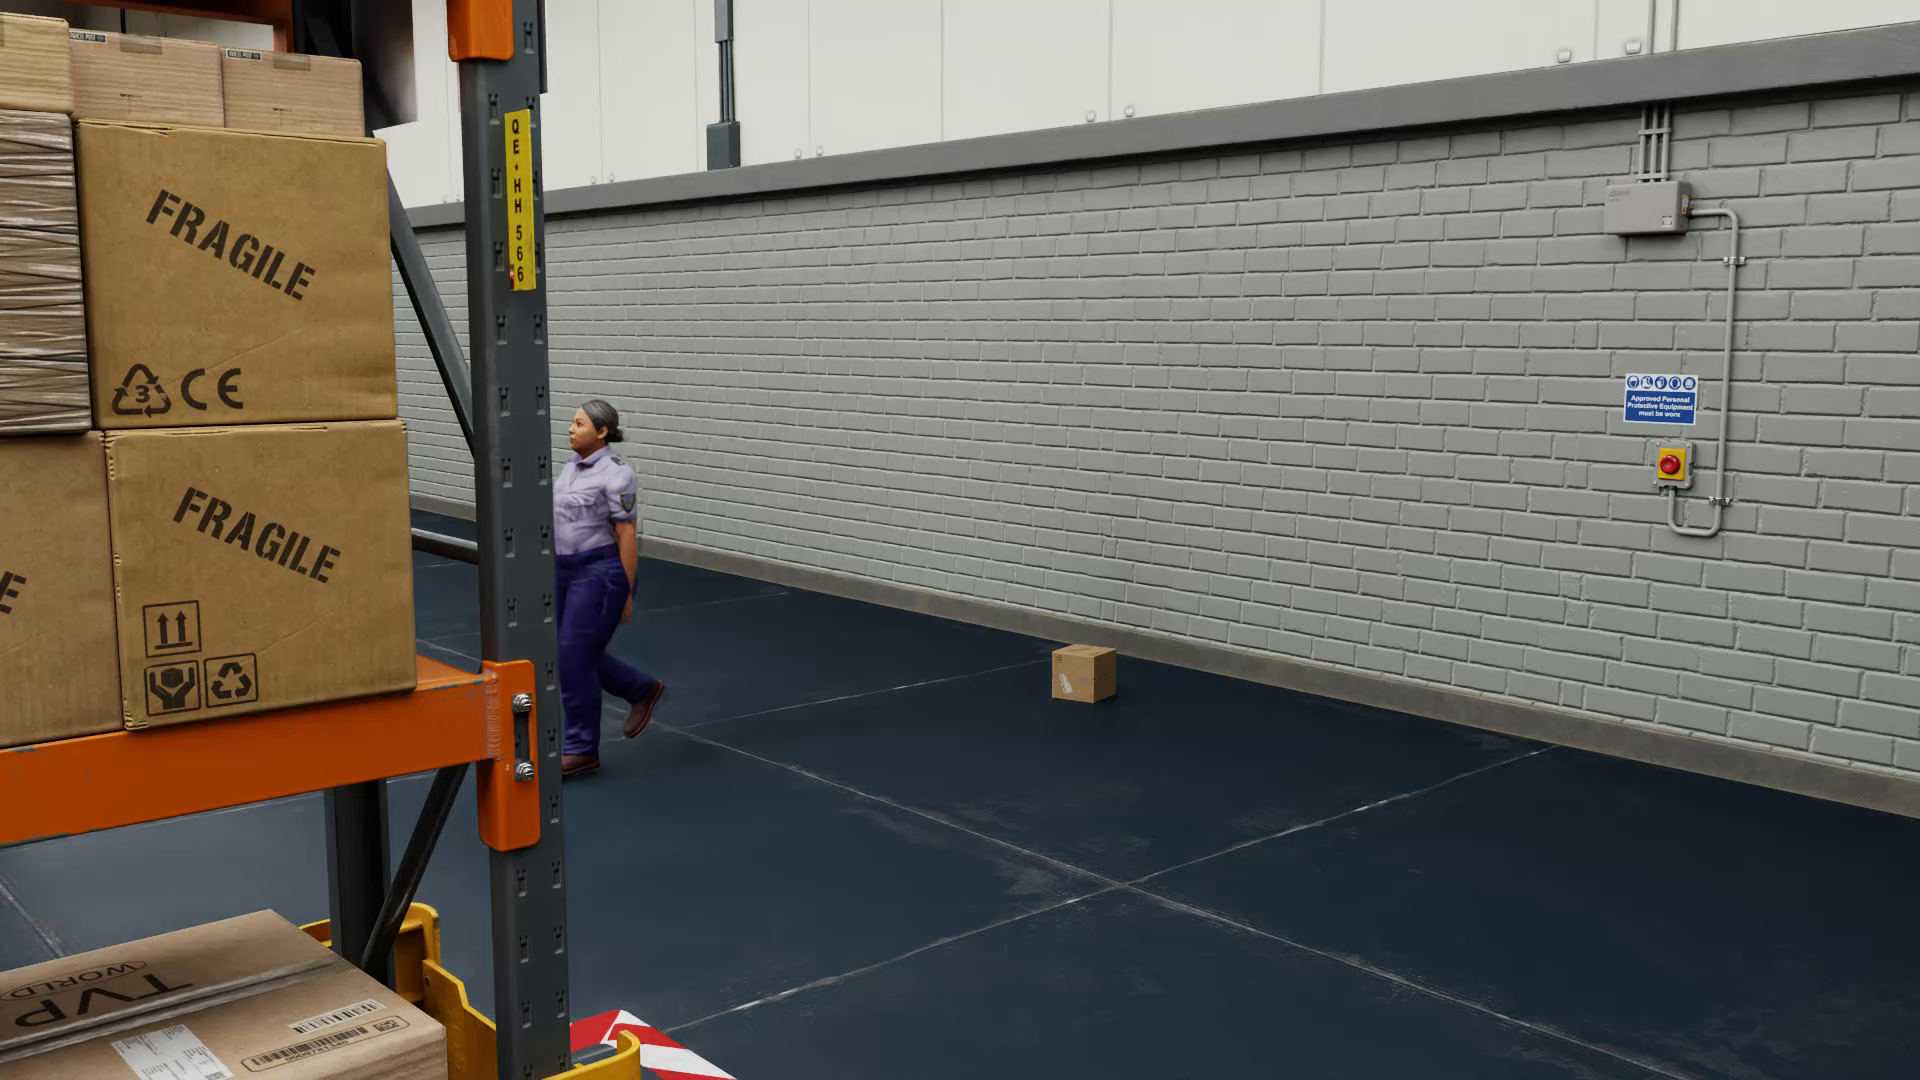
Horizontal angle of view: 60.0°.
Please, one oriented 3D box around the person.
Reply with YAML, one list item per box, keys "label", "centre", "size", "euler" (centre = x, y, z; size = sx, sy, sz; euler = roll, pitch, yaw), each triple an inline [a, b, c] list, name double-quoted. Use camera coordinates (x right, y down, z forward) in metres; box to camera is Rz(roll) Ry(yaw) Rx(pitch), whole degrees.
- label: "person"
  centre: [-1.596, 0.189, 7.371]
  size: [0.752, 1.614, 0.473]
  euler: [-7, 10, -41]
